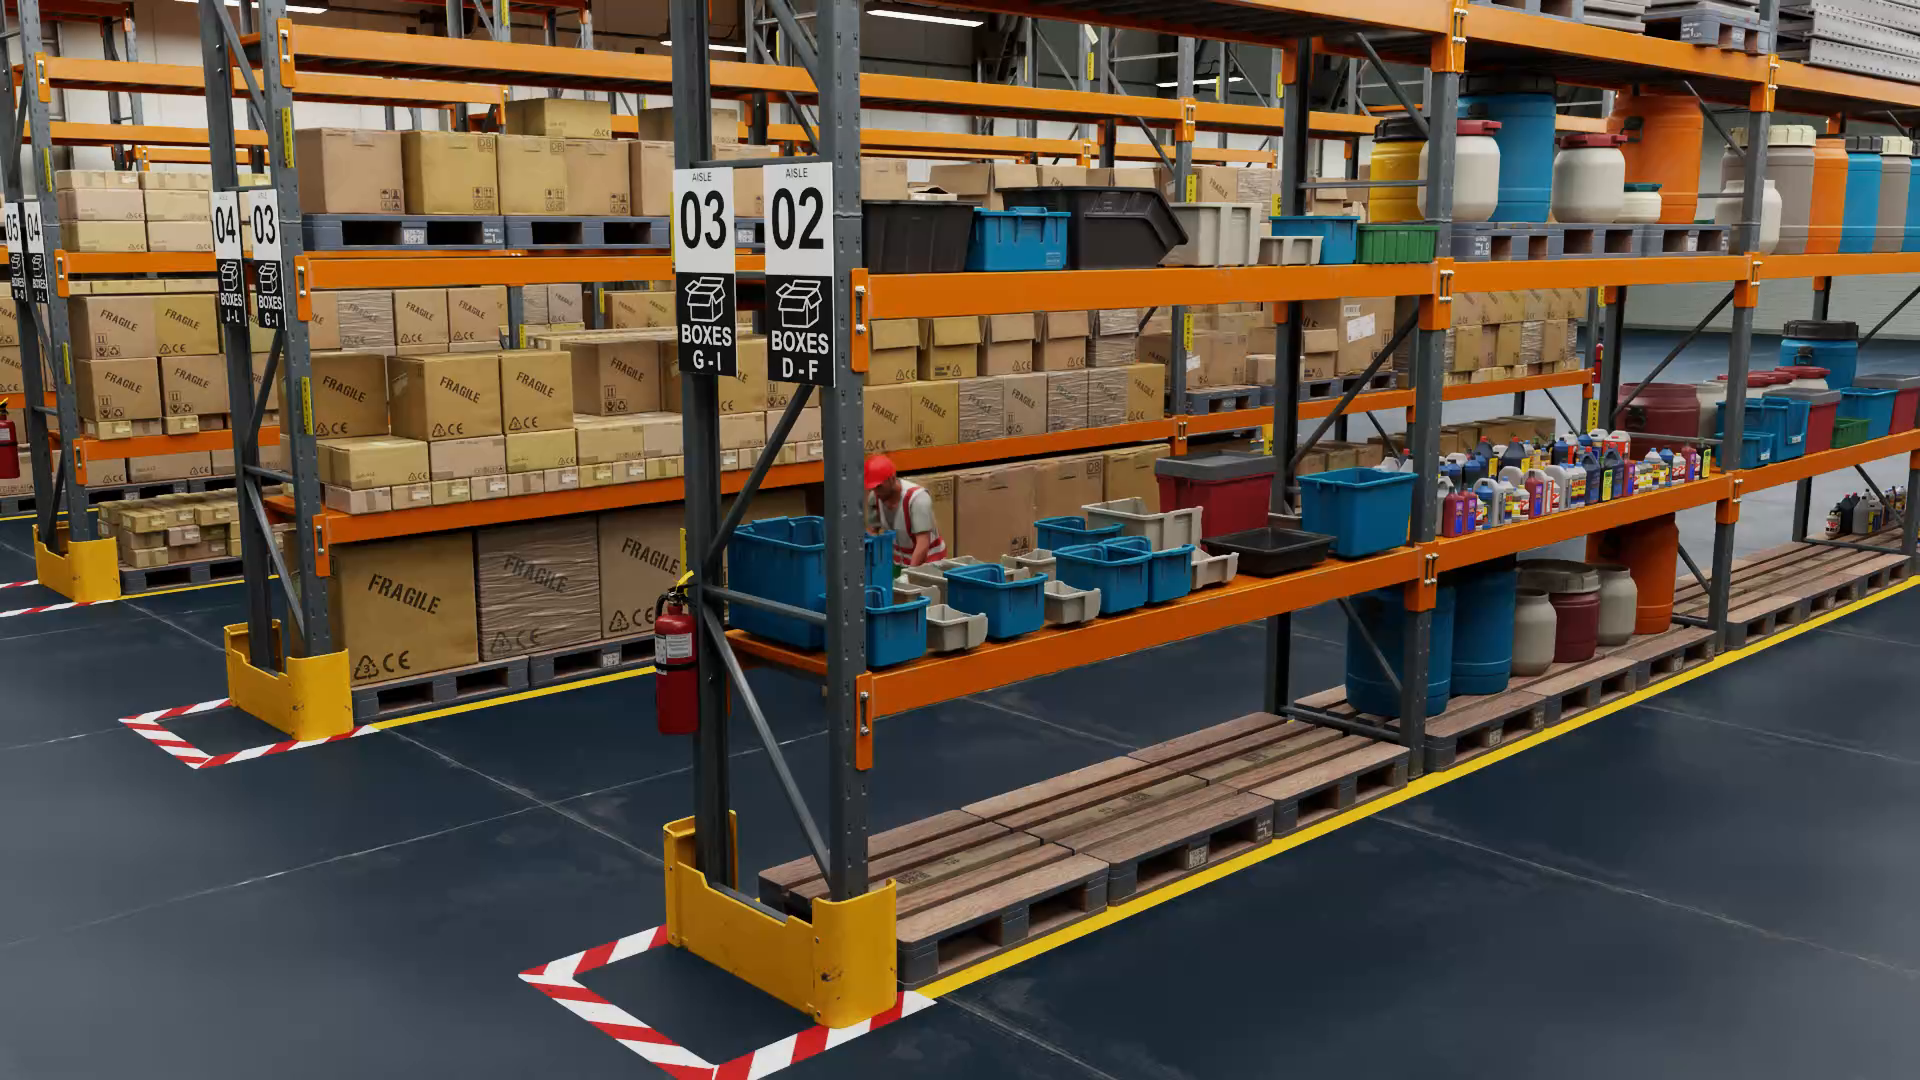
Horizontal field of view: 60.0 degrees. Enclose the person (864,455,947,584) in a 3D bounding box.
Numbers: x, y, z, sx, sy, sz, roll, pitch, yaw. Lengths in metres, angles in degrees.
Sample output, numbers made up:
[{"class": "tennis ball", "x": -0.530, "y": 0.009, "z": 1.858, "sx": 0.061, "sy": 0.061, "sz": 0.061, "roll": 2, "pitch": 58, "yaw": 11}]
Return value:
[{"class": "person", "x": -0.380, "y": 0.199, "z": 10.919, "sx": 0.669, "sy": 1.555, "sz": 0.577, "roll": -10, "pitch": 14, "yaw": -42}]
